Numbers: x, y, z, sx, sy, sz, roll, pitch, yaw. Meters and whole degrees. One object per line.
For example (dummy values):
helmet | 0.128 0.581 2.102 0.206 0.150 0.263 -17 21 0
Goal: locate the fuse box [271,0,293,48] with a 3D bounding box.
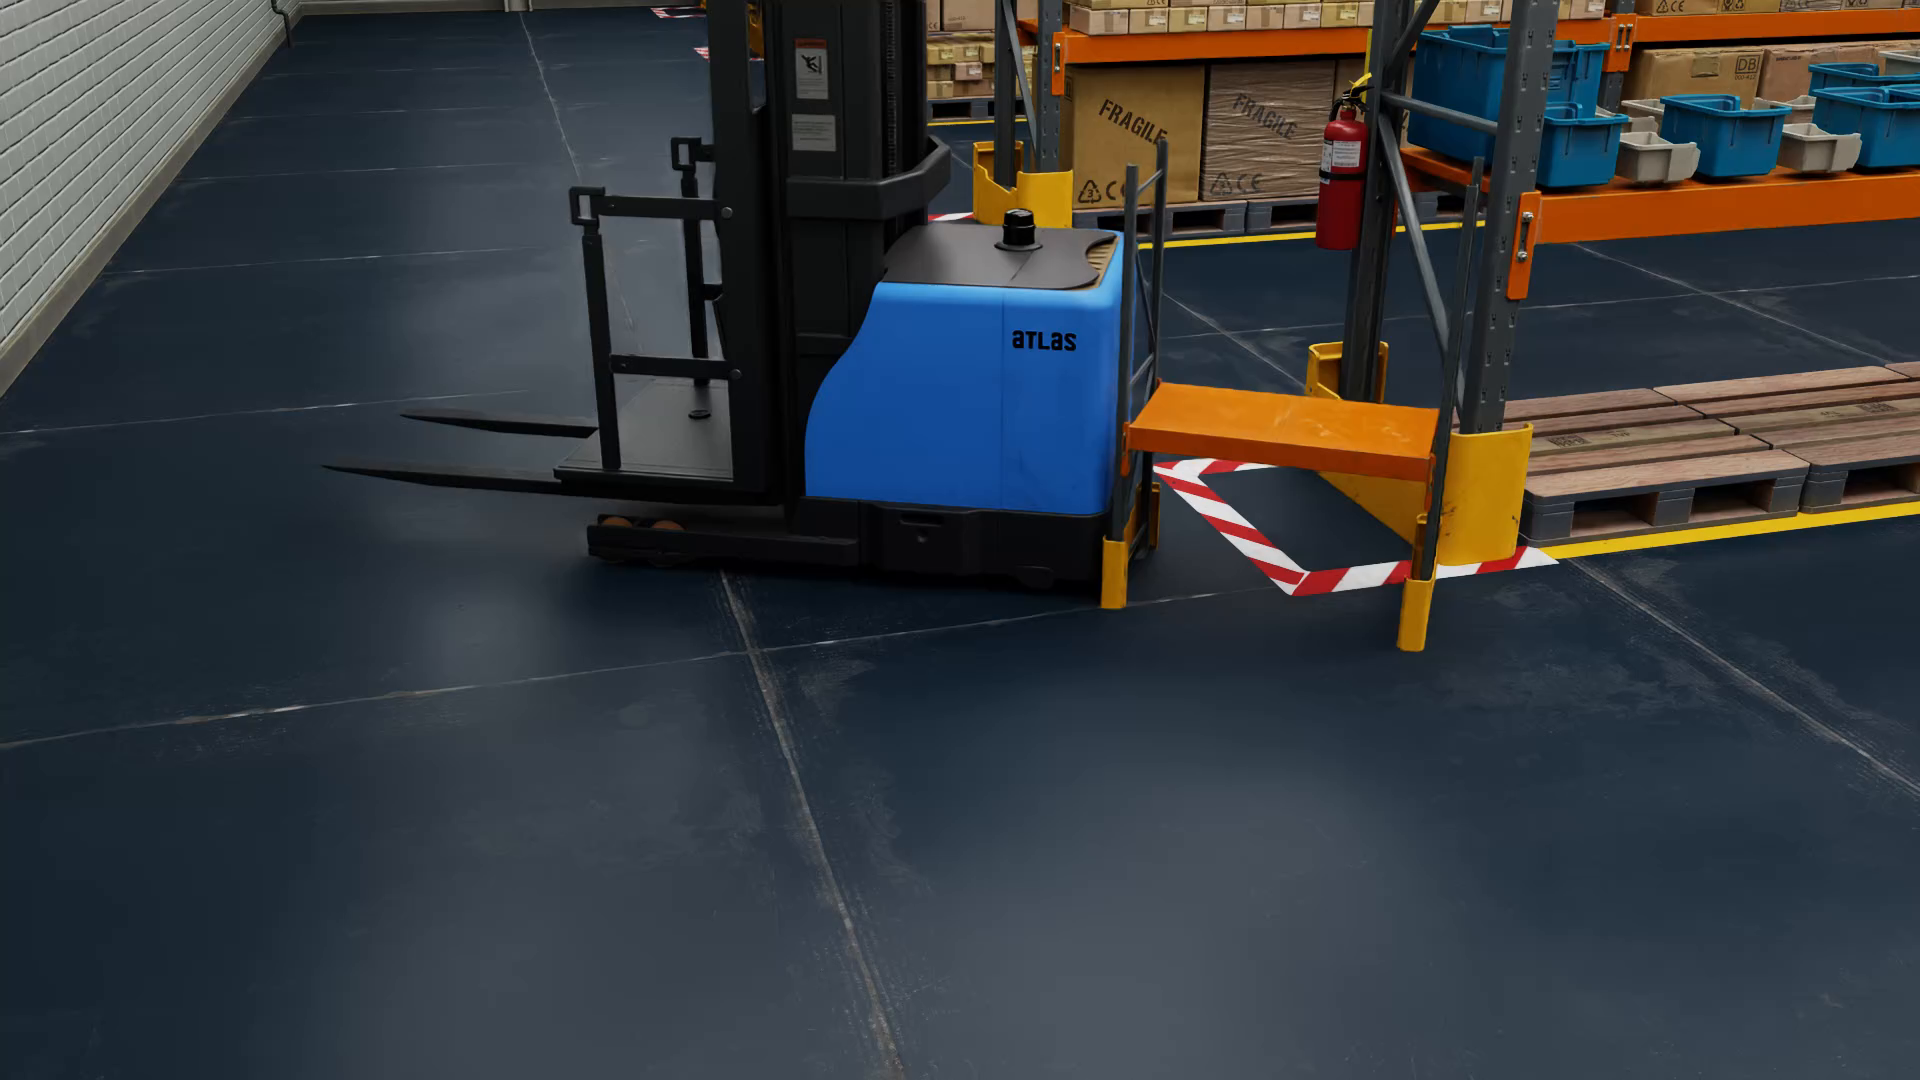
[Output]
fuse box | -8.106 -6.780 19.880 0.414 1.711 0.539 -6 24 -14

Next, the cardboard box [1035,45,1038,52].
cardboard box | 0.771 -4.520 15.308 0.250 0.149 0.380 -5 24 -12

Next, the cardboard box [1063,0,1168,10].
cardboard box | 0.956 -3.422 10.235 0.500 0.250 0.500 -7 24 -16

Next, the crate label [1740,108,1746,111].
crate label | 3.040 -1.652 6.554 0.243 0.136 0.396 -6 24 -14

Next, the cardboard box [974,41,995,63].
cardboard box | 0.285 -4.436 15.113 0.250 0.149 0.380 -6 24 -15

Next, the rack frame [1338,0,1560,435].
rack frame | 1.759 -1.525 6.001 0.127 3.000 1.000 -6 24 -14

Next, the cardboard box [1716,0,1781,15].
cardboard box | 5.266 -3.886 11.375 0.500 0.500 0.500 -6 24 -14

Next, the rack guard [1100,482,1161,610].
rack guard | 0.609 0.012 5.904 0.087 0.250 0.587 7 24 17

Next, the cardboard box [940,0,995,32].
cardboard box | 0.100 -6.488 20.284 0.875 0.438 0.875 -7 24 -16

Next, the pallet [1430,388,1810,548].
pallet | 2.563 -0.317 6.721 1.213 0.211 1.003 -6 24 -14

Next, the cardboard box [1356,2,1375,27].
cardboard box | 2.585 -3.396 10.679 0.250 0.149 0.380 -6 24 -14

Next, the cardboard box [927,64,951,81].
cardboard box | -0.248 -4.278 15.121 0.250 0.149 0.380 -5 24 -12

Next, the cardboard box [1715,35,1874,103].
cardboard box | 5.743 -3.220 12.112 0.875 0.875 1.225 -7 24 -16

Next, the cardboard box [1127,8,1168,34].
cardboard box | 1.099 -3.231 10.294 0.250 0.149 0.380 -7 24 -15

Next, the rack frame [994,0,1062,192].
rack frame | 0.421 -3.406 10.383 0.127 3.000 1.000 -6 24 -14

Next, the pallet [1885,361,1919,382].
pallet | 4.913 -0.577 7.327 1.213 0.211 1.003 -6 24 -14

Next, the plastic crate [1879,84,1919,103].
plastic crate | 3.642 -1.550 6.193 0.300 0.233 0.416 -6 24 -14

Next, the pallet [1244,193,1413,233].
pallet | 2.342 -2.368 11.500 1.213 0.211 1.003 -6 24 -14

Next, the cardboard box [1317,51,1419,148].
cardboard box | 2.749 -2.913 11.396 0.875 0.875 0.875 -6 24 -14

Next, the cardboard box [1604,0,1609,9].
cardboard box | 4.649 -4.031 11.714 0.500 0.500 0.500 -6 24 -14

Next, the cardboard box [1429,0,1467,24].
cardboard box | 3.076 -3.450 10.804 0.250 0.149 0.380 -6 24 -13

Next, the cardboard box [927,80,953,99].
cardboard box | -0.231 -4.117 15.123 0.250 0.149 0.380 -6 24 -13

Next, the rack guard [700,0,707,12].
rack guard | -3.527 -7.912 24.055 0.348 0.500 1.175 -6 24 -14

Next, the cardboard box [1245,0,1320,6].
cardboard box | 1.940 -3.532 10.491 0.500 0.250 0.500 -7 24 -16

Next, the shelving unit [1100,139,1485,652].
shelving unit | 1.082 -0.500 5.513 1.083 1.500 0.587 7 24 17

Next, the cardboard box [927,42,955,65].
cardboard box | -0.225 -4.383 14.989 0.250 0.149 0.380 -7 24 -17

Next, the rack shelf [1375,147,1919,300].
rack shelf | 3.685 -1.408 6.639 4.000 0.370 1.077 -6 24 -14

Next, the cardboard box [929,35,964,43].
cardboard box | -0.123 -4.613 15.526 0.250 0.149 0.380 -6 24 -13

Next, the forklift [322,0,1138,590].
forklift | -0.890 -1.446 5.902 3.031 2.935 1.130 4 24 10

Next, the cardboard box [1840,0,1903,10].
cardboard box | 6.245 -3.996 11.632 0.500 0.500 0.500 -6 24 -13

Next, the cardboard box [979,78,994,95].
cardboard box | 0.237 -4.205 15.328 0.250 0.149 0.380 -6 24 -14

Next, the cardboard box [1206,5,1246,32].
cardboard box | 1.596 -3.286 10.424 0.250 0.149 0.380 -7 24 -15

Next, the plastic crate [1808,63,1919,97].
plastic crate | 3.667 -1.792 6.759 0.300 0.233 0.416 -6 24 -14

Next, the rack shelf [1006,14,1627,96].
rack shelf | 2.347 -3.288 11.022 4.000 0.370 1.077 -6 24 -14

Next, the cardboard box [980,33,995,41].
cardboard box | 0.359 -4.693 15.711 0.250 0.149 0.380 -7 24 -16

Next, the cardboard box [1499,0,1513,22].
cardboard box | 3.572 -3.505 10.933 0.250 0.149 0.380 -7 24 -15

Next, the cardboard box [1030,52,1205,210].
cardboard box | 1.016 -2.721 10.949 0.875 0.875 0.875 -6 24 -14

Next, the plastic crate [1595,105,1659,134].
plastic crate | 2.495 -1.587 6.404 0.243 0.136 0.396 -6 24 -14

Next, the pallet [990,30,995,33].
pallet | 0.842 -6.262 20.575 1.213 0.211 1.003 -6 24 -14

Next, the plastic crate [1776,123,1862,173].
plastic crate | 3.070 -1.408 5.986 0.298 0.136 0.250 -6 24 -14

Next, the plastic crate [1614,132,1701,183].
plastic crate | 2.417 -1.336 5.817 0.298 0.136 0.250 -6 24 -14

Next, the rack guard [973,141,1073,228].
rack guard | 0.398 -2.255 10.870 0.348 0.500 1.175 -6 24 -14

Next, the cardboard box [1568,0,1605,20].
cardboard box | 4.067 -3.560 11.060 0.250 0.149 0.380 -6 24 -14

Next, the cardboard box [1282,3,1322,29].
cardboard box | 2.089 -3.341 10.550 0.250 0.149 0.380 -7 24 -15

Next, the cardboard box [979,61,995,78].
cardboard box | 0.243 -4.345 15.278 0.250 0.149 0.380 -6 24 -14

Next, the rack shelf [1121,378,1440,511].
rack shelf | 1.091 -0.334 5.581 1.000 0.185 0.538 7 24 17

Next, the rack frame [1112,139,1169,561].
rack frame | 0.608 -0.562 5.658 0.032 1.500 0.500 7 24 17

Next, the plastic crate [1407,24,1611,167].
plastic crate | 2.031 -1.676 6.230 0.499 0.435 0.616 -6 24 -14
